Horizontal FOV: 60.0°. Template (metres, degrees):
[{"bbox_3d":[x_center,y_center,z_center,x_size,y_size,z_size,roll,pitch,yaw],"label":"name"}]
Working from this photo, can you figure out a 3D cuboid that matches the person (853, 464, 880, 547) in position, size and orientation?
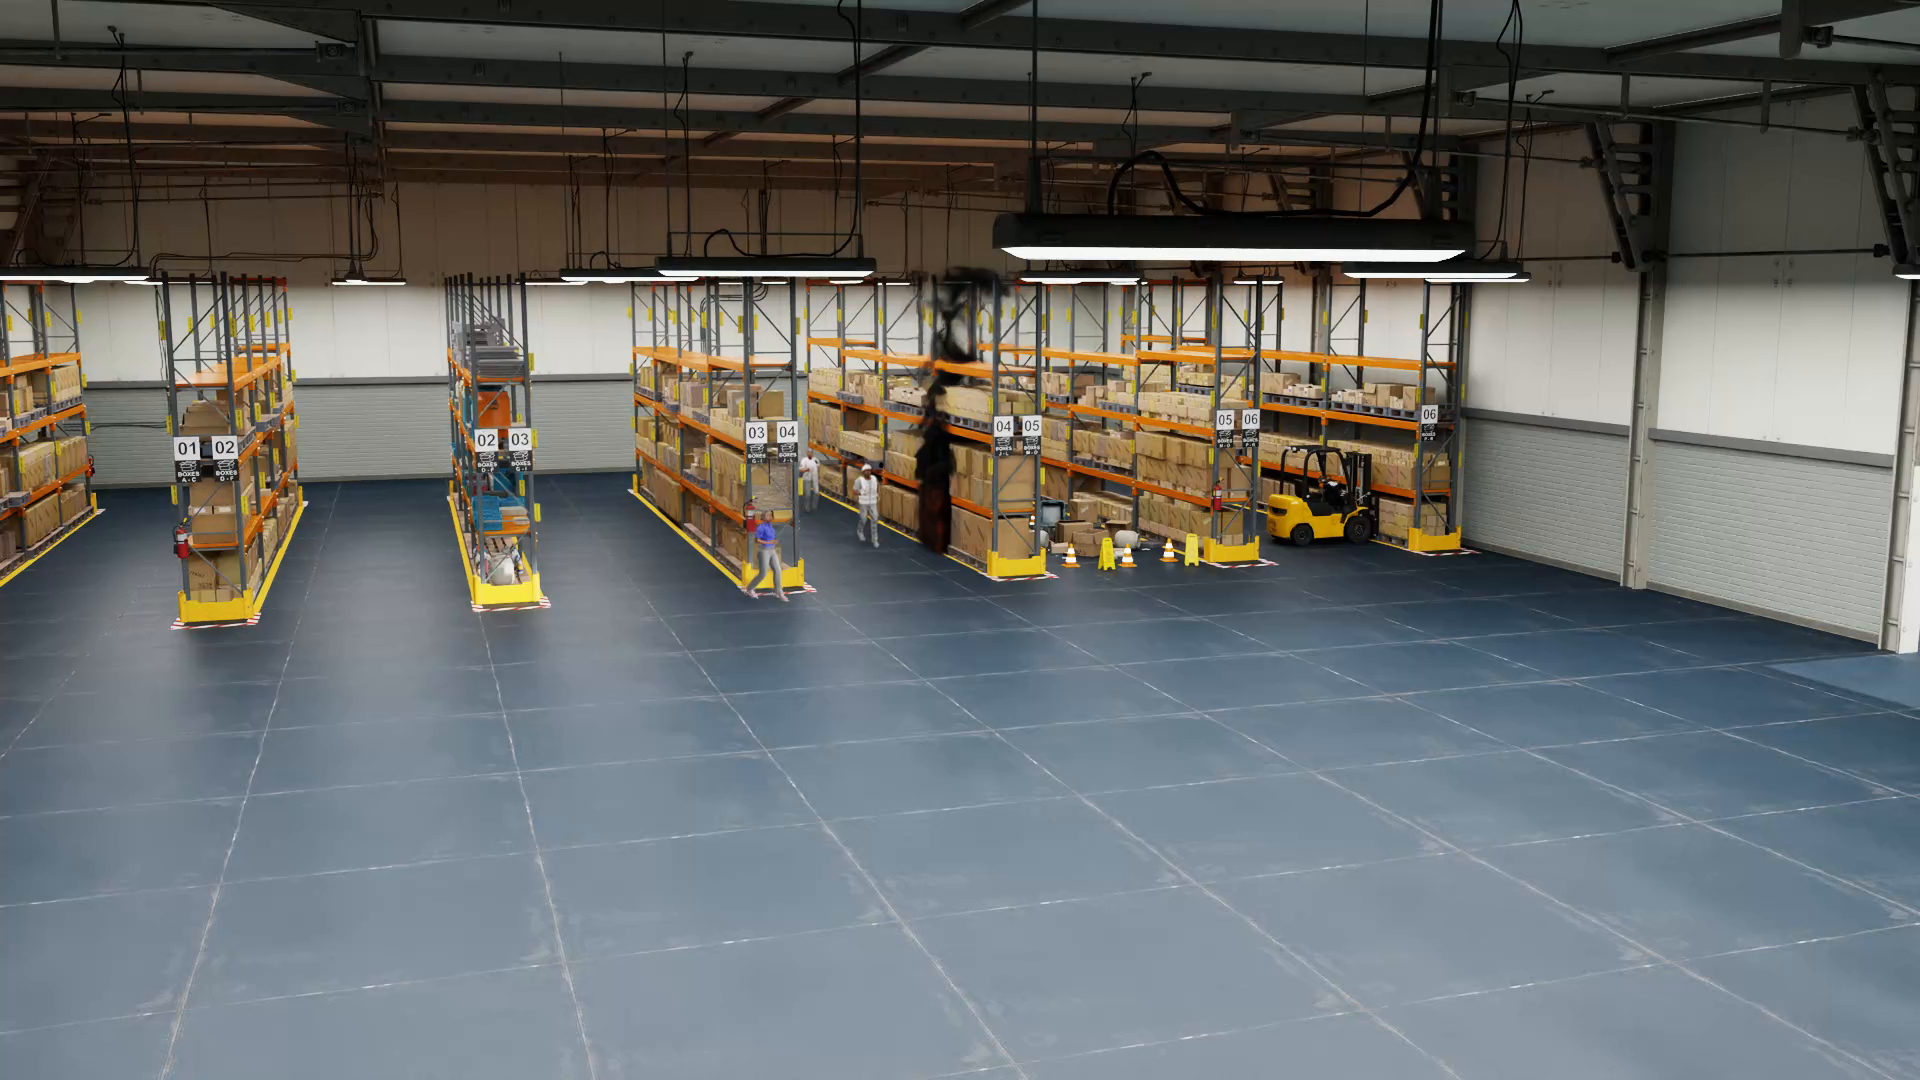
[{"bbox_3d":[-2.081,-0.792,37.228,0.672,1.820,0.928,-3,9,-22],"label":"person"}]

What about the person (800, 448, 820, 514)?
[{"bbox_3d":[-3.811,-1.495,42.533,0.582,1.714,0.680,-2,9,-15],"label":"person"}]

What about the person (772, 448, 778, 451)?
[{"bbox_3d":[-5.159,-2.134,46.394,0.685,1.747,0.586,-1,9,-9],"label":"person"}]

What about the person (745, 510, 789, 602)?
[{"bbox_3d":[-3.578,0.292,30.628,0.820,1.688,0.582,4,10,26],"label":"person"}]
